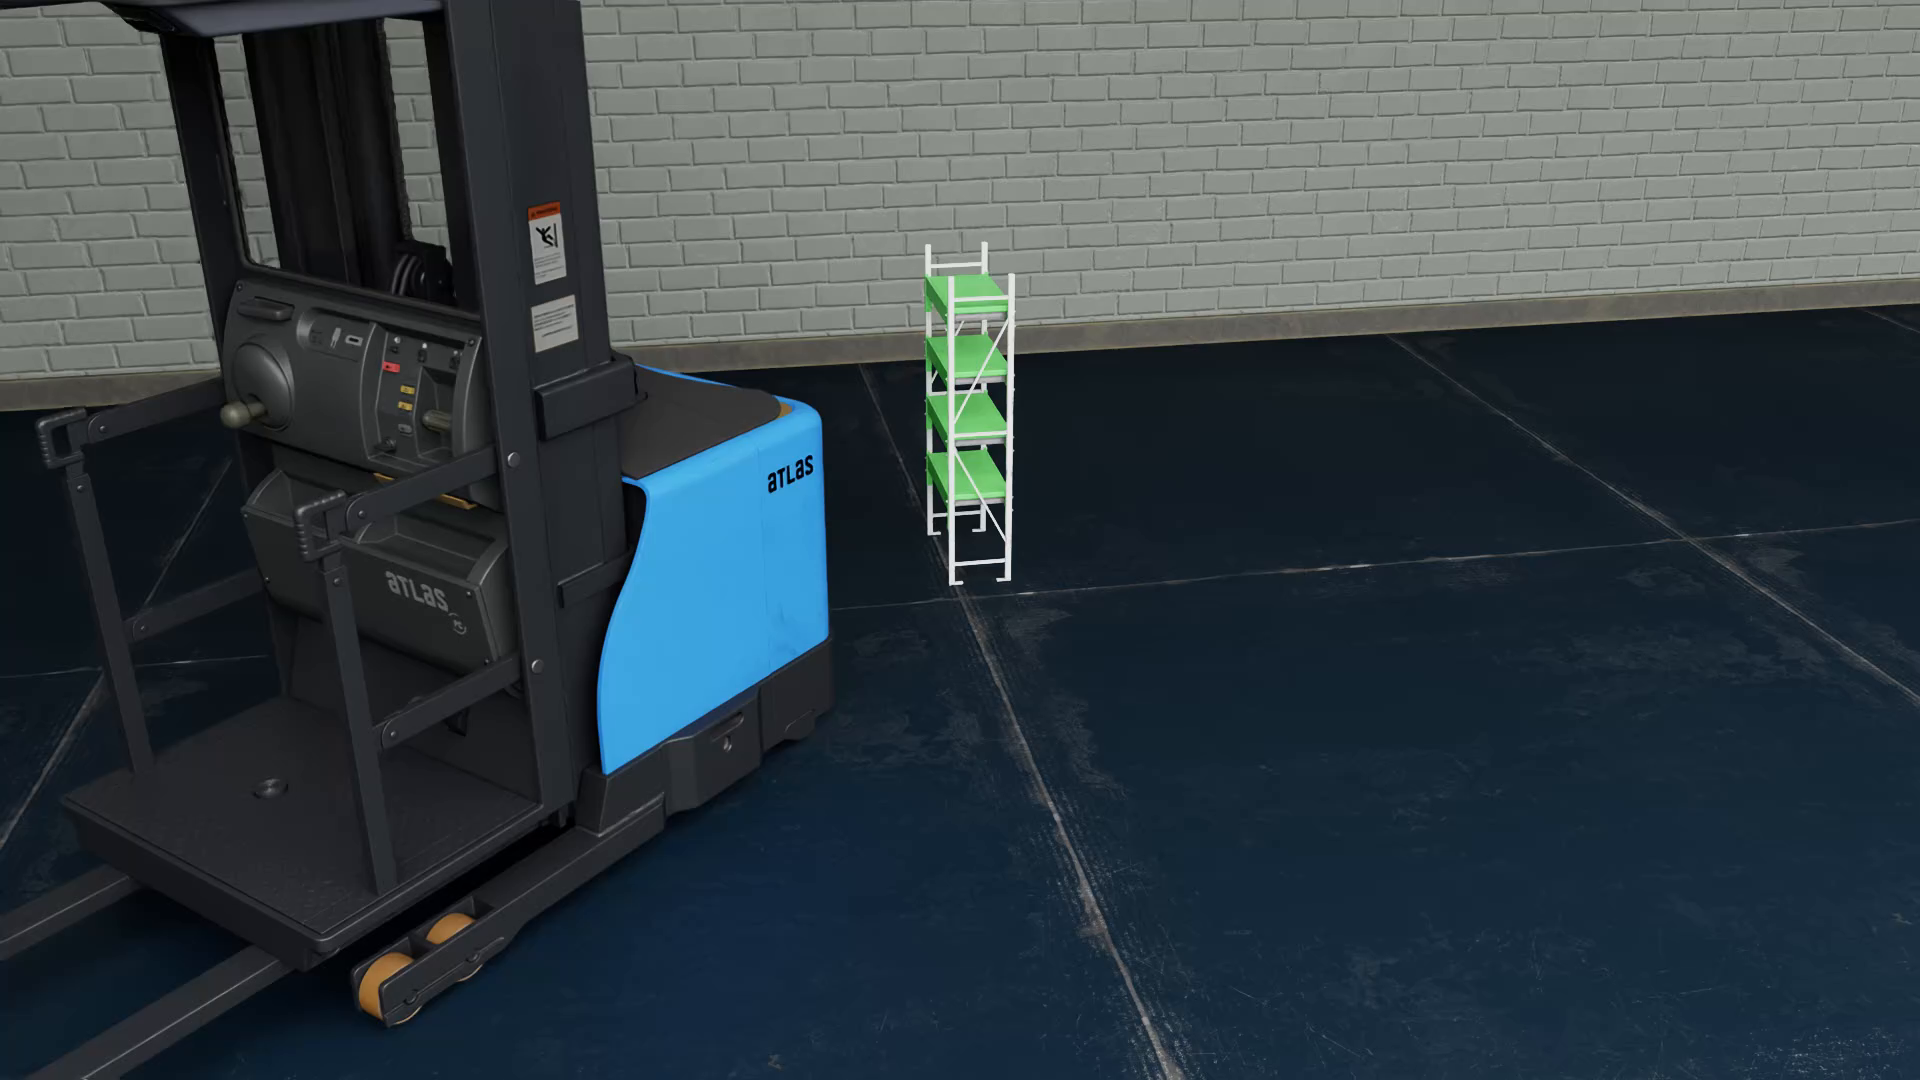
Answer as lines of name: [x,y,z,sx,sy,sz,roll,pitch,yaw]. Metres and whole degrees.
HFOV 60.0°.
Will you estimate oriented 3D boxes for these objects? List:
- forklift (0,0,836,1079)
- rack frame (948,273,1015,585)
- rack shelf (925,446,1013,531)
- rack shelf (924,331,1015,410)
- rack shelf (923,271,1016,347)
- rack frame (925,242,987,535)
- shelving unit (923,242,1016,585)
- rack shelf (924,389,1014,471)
forklift: [-1.635,-0.382,3.962,1.130,2.935,3.031,15,28,30]
rack frame: [0.076,-0.389,6.141,0.240,1.200,0.015,-4,24,-10]
rack shelf: [0.031,-0.206,6.482,0.258,0.148,0.480,-4,24,-10]
rack shelf: [0.031,-0.646,6.290,0.258,0.148,0.480,-4,24,-10]
rack shelf: [0.031,-0.866,6.194,0.258,0.148,0.480,-4,24,-10]
rack frame: [-0.015,-0.581,6.581,0.240,1.200,0.015,-4,24,-10]
shelving unit: [0.031,-0.485,6.361,0.258,1.200,0.503,-4,24,-10]
rack shelf: [0.031,-0.426,6.386,0.258,0.148,0.480,-4,24,-10]
